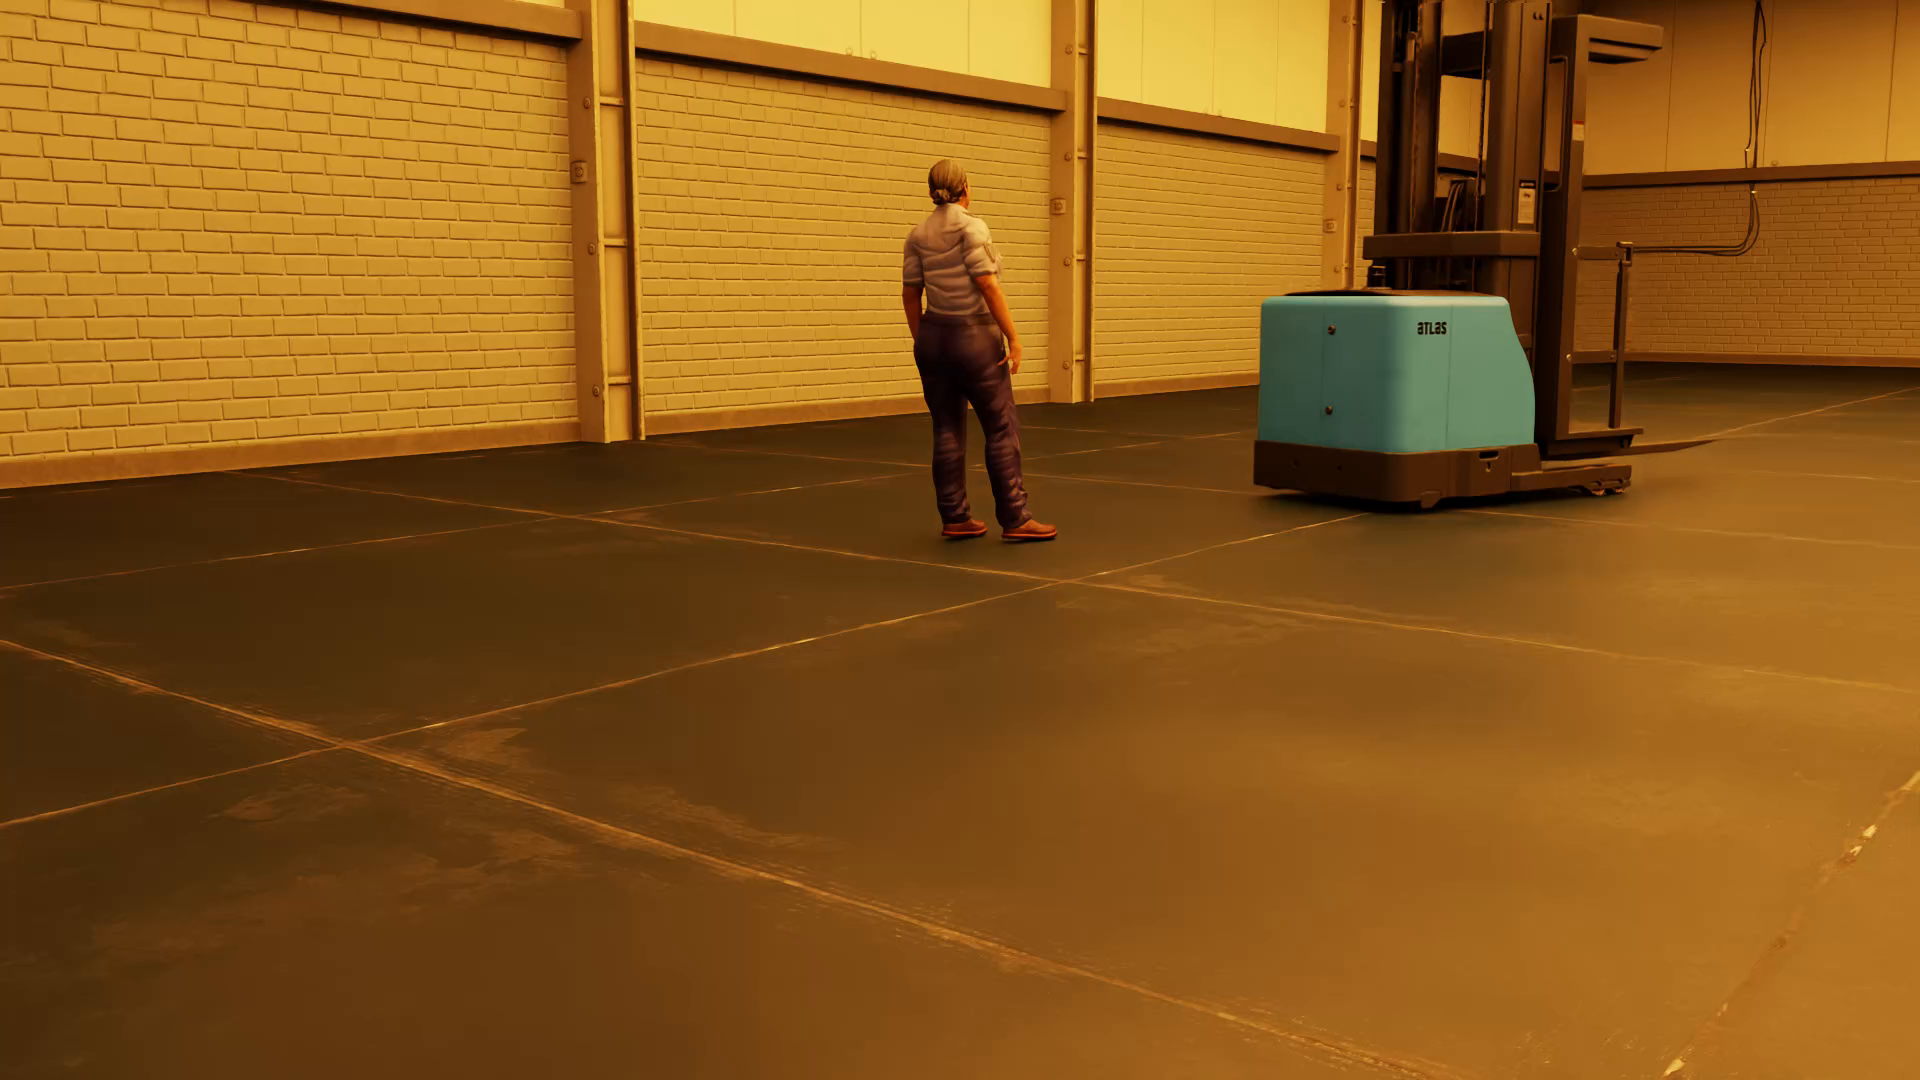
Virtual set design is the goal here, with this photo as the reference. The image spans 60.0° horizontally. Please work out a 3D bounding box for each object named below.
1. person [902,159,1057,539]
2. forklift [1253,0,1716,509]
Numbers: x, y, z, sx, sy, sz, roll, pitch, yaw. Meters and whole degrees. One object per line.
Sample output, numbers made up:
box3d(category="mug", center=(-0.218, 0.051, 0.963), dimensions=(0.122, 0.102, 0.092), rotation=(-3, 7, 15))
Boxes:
box3d(category="person", center=(0.075, -0.830, 7.340), dimensions=(0.598, 1.651, 0.502), rotation=(7, 11, 38))
box3d(category="forklift", center=(3.089, -1.745, 9.208), dimensions=(3.031, 2.935, 1.130), rotation=(-6, 10, -34))
